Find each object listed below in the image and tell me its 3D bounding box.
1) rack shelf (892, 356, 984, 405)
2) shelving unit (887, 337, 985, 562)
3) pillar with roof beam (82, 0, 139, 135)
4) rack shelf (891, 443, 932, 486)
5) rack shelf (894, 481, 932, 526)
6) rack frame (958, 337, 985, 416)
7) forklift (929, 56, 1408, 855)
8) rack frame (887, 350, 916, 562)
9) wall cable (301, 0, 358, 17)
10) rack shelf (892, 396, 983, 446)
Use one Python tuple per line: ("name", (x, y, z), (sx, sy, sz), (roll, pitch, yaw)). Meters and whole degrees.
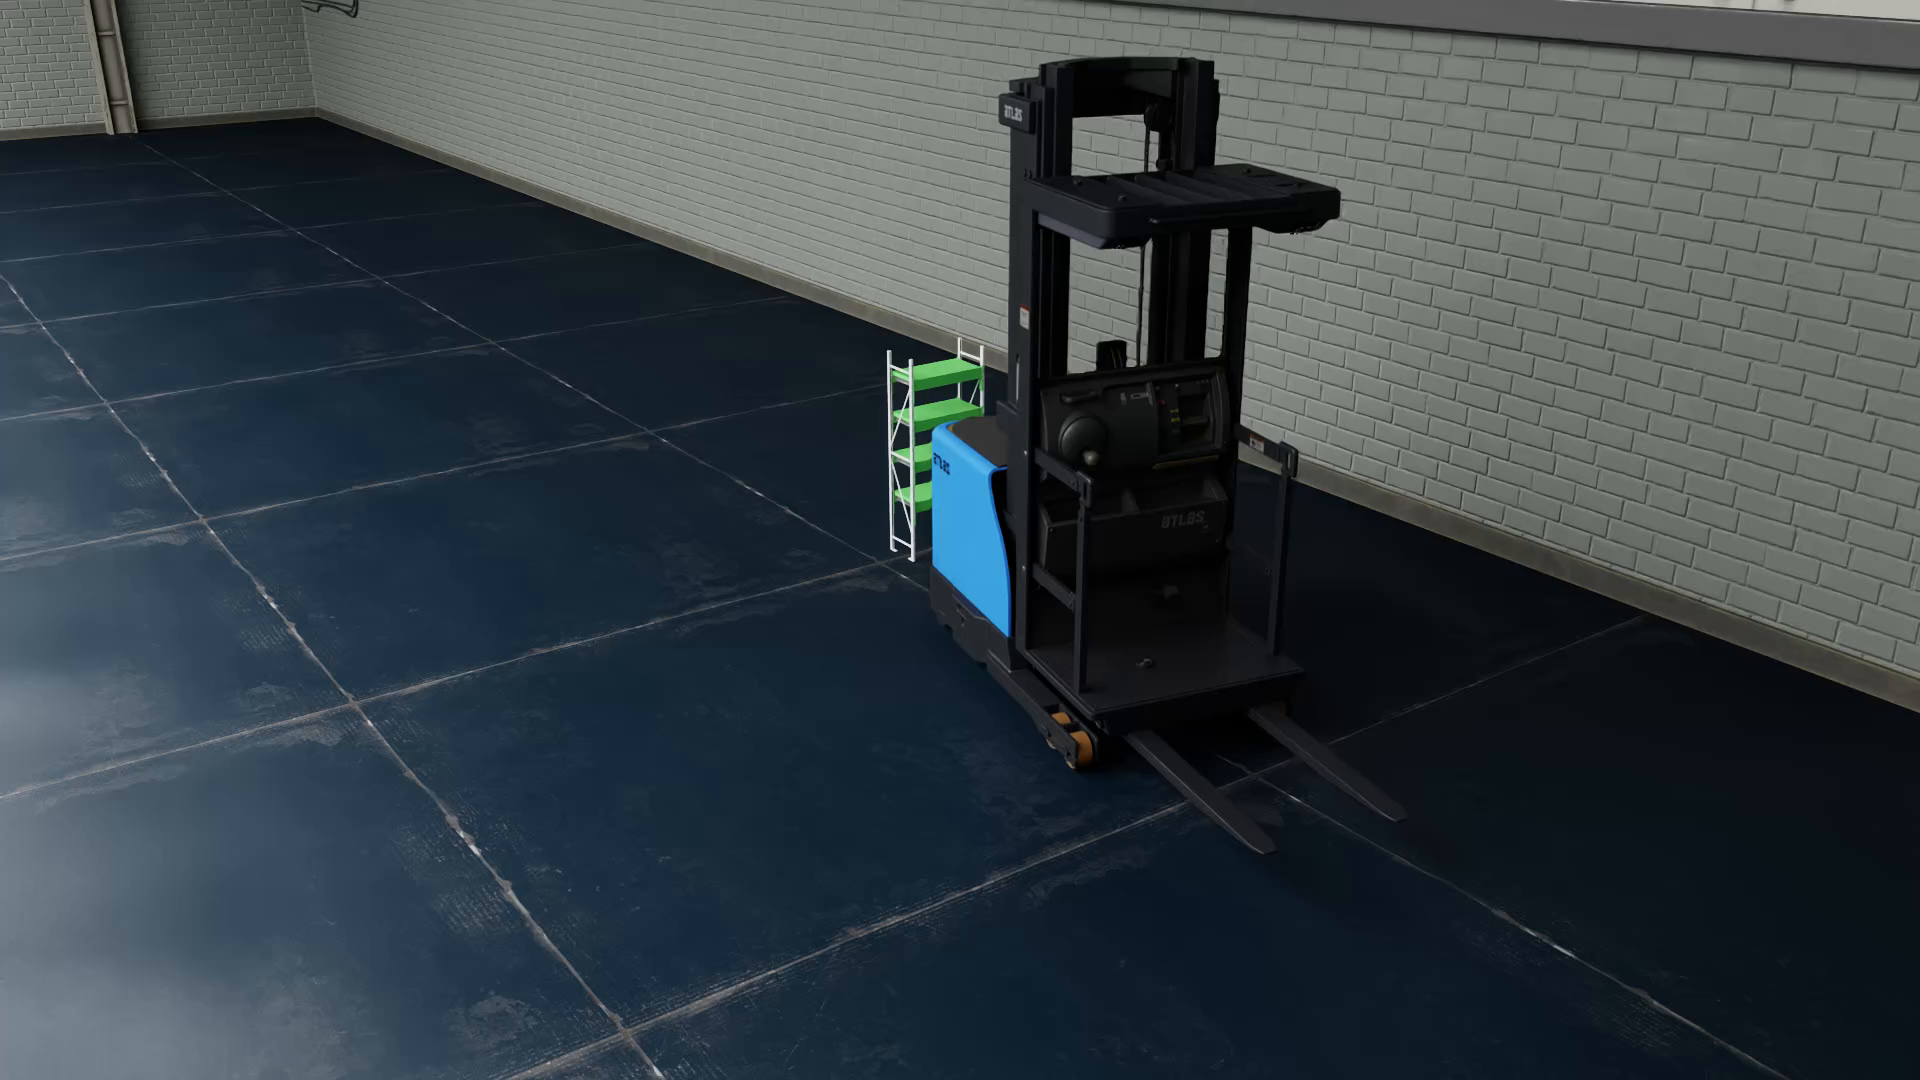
("rack shelf", (-0.134, -0.908, 9.430), (0.480, 0.148, 0.258), (-15, 26, -33))
("shelving unit", (-0.134, -0.521, 9.584), (0.503, 1.200, 0.258), (-15, 26, -33))
("pillar with roof beam", (-10.399, -9.167, 20.728), (0.400, 9.000, 9.100), (-15, 26, -33))
("rack shelf", (-0.134, -0.462, 9.608), (0.480, 0.148, 0.258), (-15, 26, -33))
("rack shelf", (-0.134, -0.239, 9.697), (0.480, 0.148, 0.258), (-15, 26, -33))
("rack frame", (0.064, -0.574, 9.717), (0.015, 1.200, 0.240), (-15, 26, -33))
("forklift", (0.875, -0.527, 7.263), (1.130, 2.935, 3.031), (-9, 23, -21))
("rack frame", (-0.332, -0.469, 9.452), (0.015, 1.200, 0.240), (-15, 26, -33))
("wall cable", (-9.750, -9.260, 25.150), (0.112, 2.526, 3.097), (-15, 26, -33))
("rack shelf", (-0.134, -0.685, 9.519), (0.480, 0.148, 0.258), (-15, 26, -33))
